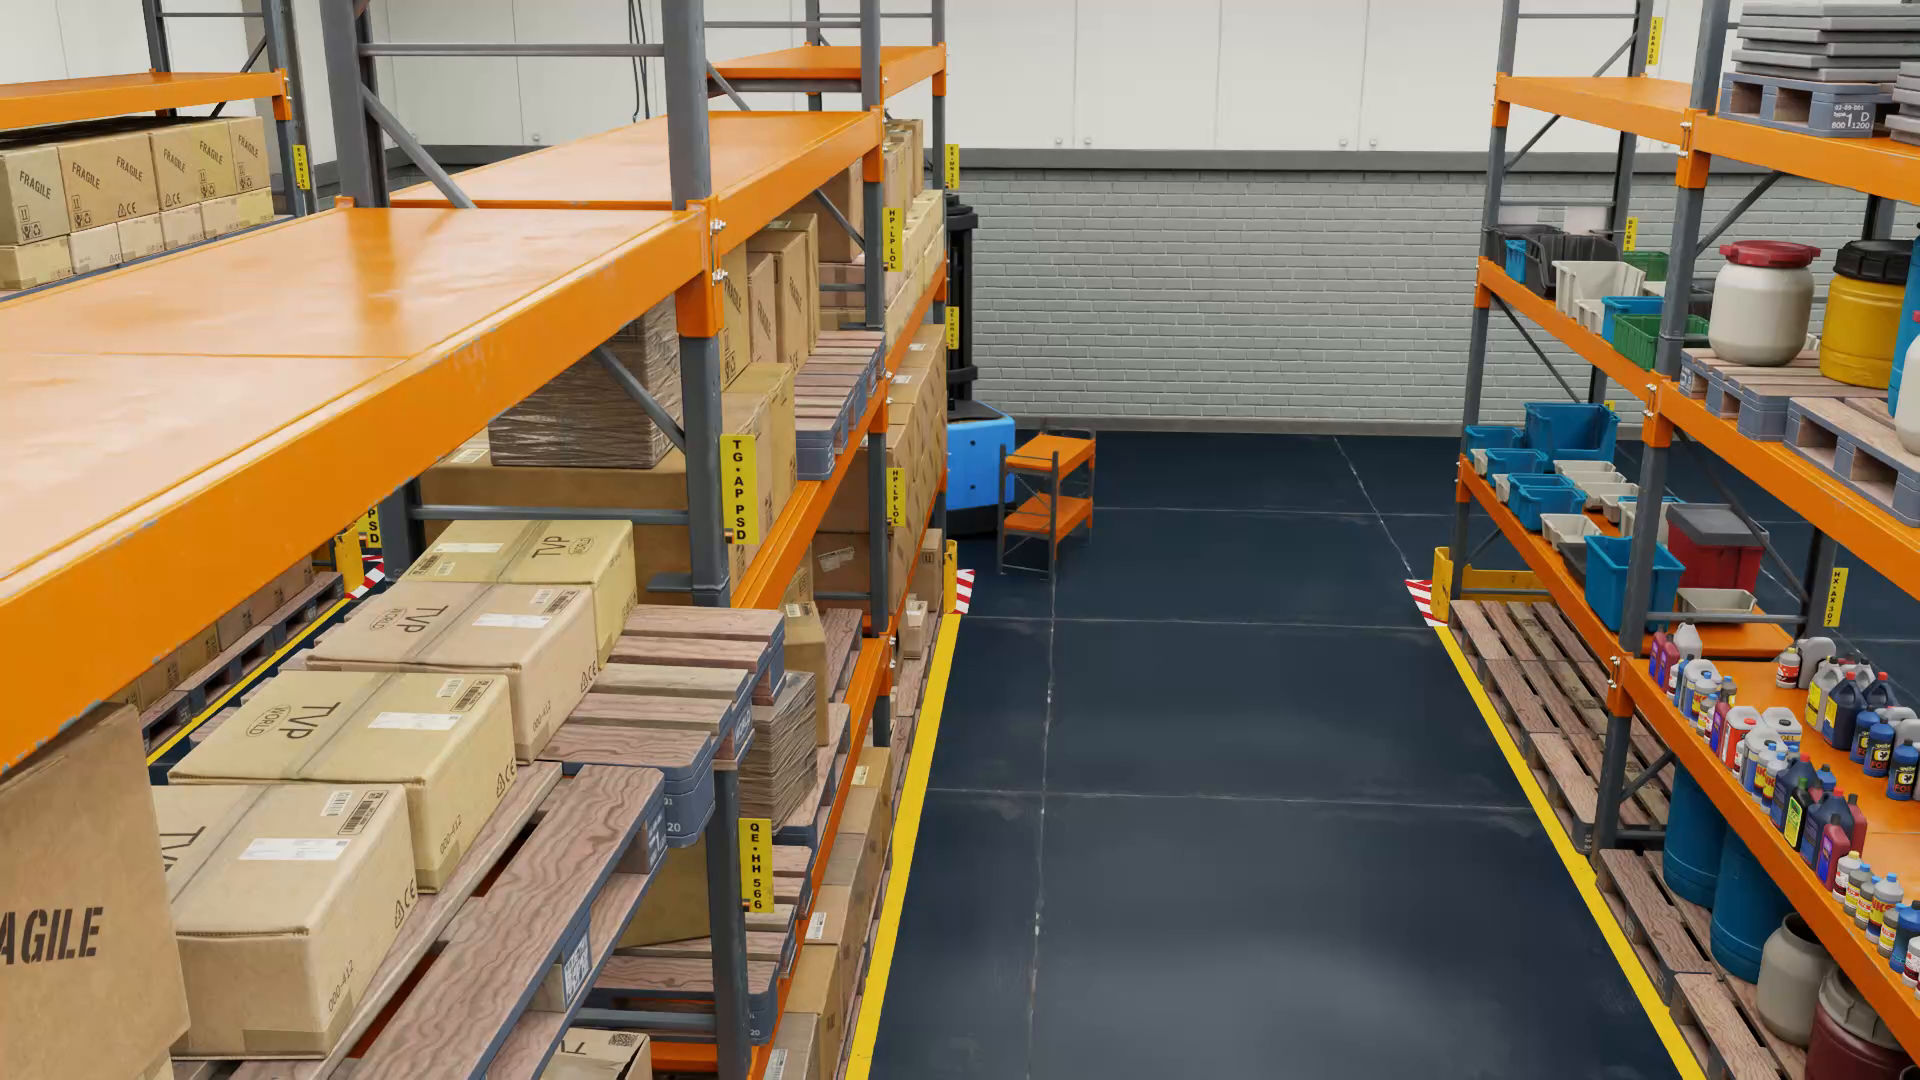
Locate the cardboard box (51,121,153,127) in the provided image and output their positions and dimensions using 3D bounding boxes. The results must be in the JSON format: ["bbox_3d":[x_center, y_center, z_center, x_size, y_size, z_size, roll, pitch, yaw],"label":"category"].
[{"bbox_3d":[-5.891,-2.615,11.471,0.500,0.500,0.500,1,18,3],"label":"cardboard box"}]

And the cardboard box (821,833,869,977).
[{"bbox_3d":[-0.728,1.756,8.054,0.500,0.500,0.500,2,18,5],"label":"cardboard box"}]

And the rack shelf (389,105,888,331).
[{"bbox_3d":[-1.041,-1.389,6.508,1.077,0.370,4.000,1,18,4],"label":"rack shelf"}]

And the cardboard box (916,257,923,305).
[{"bbox_3d":[-0.506,-1.657,10.586,0.500,0.250,0.500,1,18,4],"label":"cardboard box"}]

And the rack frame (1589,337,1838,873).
[{"bbox_3d":[4.043,0.420,8.823,1.000,3.000,0.127,1,18,4],"label":"rack frame"}]

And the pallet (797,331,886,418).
[{"bbox_3d":[-1.015,-0.827,8.113,1.213,0.211,1.003,1,18,4],"label":"pallet"}]

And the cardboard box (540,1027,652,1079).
[{"bbox_3d":[-1.254,1.705,5.045,0.500,0.311,0.500,2,18,7],"label":"cardboard box"}]

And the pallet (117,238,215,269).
[{"bbox_3d":[-5.680,-1.816,10.973,1.003,0.211,1.213,1,18,4],"label":"pallet"}]

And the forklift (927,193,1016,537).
[{"bbox_3d":[-0.555,-1.809,15.736,1.130,2.935,3.031,-8,20,-23],"label":"forklift"}]

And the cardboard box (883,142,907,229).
[{"bbox_3d":[-0.694,-2.099,9.928,0.700,0.500,0.500,1,18,4],"label":"cardboard box"}]

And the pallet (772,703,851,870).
[{"bbox_3d":[-1.050,1.038,7.246,1.003,0.211,1.213,1,18,4],"label":"pallet"}]

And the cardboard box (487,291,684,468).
[{"bbox_3d":[-1.147,-0.533,5.147,0.500,0.500,0.500,1,18,4],"label":"cardboard box"}]

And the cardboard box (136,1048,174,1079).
[{"bbox_3d":[-1.381,0.878,2.176,0.500,0.250,0.500,0,18,-1],"label":"cardboard box"}]

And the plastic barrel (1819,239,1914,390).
[{"bbox_3d":[4.180,-1.006,7.382,0.600,0.588,0.600,0,18,0],"label":"plastic barrel"}]

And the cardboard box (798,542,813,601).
[{"bbox_3d":[-1.155,0.204,8.649,0.700,0.500,0.500,-5,19,-15],"label":"cardboard box"}]

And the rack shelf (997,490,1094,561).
[{"bbox_3d":[0.741,-0.135,14.295,0.538,0.278,1.000,8,20,20],"label":"rack shelf"}]

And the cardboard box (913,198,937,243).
[{"bbox_3d":[-0.429,-2.205,11.455,0.500,0.250,0.500,1,18,4],"label":"cardboard box"}]

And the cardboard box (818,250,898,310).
[{"bbox_3d":[-0.615,-1.429,9.086,0.500,0.250,0.500,1,18,4],"label":"cardboard box"}]

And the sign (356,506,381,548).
[{"bbox_3d":[-1.726,-0.133,4.864,0.100,0.325,0.005,1,18,4],"label":"sign"}]

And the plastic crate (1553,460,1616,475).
[{"bbox_3d":[4.451,-0.468,11.861,0.396,0.136,0.243,1,18,4],"label":"plastic crate"}]

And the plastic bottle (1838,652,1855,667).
[{"bbox_3d":[4.366,0.678,8.223,0.061,0.283,0.133,1,18,4],"label":"plastic bottle"}]

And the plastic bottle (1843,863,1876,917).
[{"bbox_3d":[3.444,1.333,6.355,0.097,0.201,0.097,0,18,0],"label":"plastic bottle"}]

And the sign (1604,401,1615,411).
[{"bbox_3d":[4.879,-0.892,12.567,0.100,0.325,0.005,1,18,4],"label":"sign"}]

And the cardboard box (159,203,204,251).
[{"bbox_3d":[-5.409,-2.088,11.065,0.500,0.250,0.500,1,18,2],"label":"cardboard box"}]

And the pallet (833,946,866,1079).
[{"bbox_3d":[-1.003,2.267,7.665,1.003,0.211,1.213,1,18,4],"label":"pallet"}]

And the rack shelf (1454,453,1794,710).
[{"bbox_3d":[4.186,0.141,10.831,1.077,0.370,4.000,1,18,4],"label":"rack shelf"}]

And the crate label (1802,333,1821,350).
[{"bbox_3d":[4.366,-1.025,8.841,0.293,0.136,0.466,1,18,4],"label":"crate label"}]

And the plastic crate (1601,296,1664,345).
[{"bbox_3d":[3.789,-1.215,9.267,0.416,0.233,0.300,1,18,4],"label":"plastic crate"}]

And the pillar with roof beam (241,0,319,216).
[{"bbox_3d":[-1.928,-4.656,14.680,9.100,9.000,0.400,1,18,4],"label":"pillar with roof beam"}]

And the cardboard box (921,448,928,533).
[{"bbox_3d":[-0.483,-0.364,11.055,0.500,0.500,0.500,1,18,3],"label":"cardboard box"}]

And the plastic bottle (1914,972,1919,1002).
[{"bbox_3d":[3.402,1.515,5.802,0.097,0.201,0.097,0,18,0],"label":"plastic bottle"}]

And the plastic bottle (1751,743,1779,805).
[{"bbox_3d":[3.511,1.012,7.225,0.097,0.271,0.097,0,18,0],"label":"plastic bottle"}]

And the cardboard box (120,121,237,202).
[{"bbox_3d":[-5.379,-2.612,11.462,0.500,0.500,0.500,2,18,6],"label":"cardboard box"}]

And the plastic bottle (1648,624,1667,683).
[{"bbox_3d":[3.591,0.580,8.523,0.061,0.283,0.133,1,18,4],"label":"plastic bottle"}]

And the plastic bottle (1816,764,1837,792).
[{"bbox_3d":[3.641,1.075,7.030,0.097,0.271,0.097,0,18,0],"label":"plastic bottle"}]

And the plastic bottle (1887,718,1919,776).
[{"bbox_3d":[4.265,0.921,7.495,0.152,0.276,0.135,1,18,4],"label":"plastic bottle"}]

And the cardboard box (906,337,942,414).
[{"bbox_3d":[-0.404,-1.155,11.865,0.500,0.500,0.500,2,18,5],"label":"cardboard box"}]

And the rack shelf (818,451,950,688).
[{"bbox_3d":[-0.754,0.029,11.172,1.077,0.370,4.000,1,18,4],"label":"rack shelf"}]

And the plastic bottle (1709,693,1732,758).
[{"bbox_3d":[3.527,0.856,7.681,0.061,0.283,0.133,1,18,4],"label":"plastic bottle"}]

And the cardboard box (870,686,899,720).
[{"bbox_3d":[-0.600,1.052,10.740,0.380,0.166,0.250,1,18,4],"label":"cardboard box"}]

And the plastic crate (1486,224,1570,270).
[{"bbox_3d":[4.024,-2.072,11.822,0.497,0.269,0.590,1,18,4],"label":"plastic crate"}]

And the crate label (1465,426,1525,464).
[{"bbox_3d":[3.983,-0.702,12.419,0.416,0.233,0.303,1,18,4],"label":"crate label"}]

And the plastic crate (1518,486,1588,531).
[{"bbox_3d":[3.867,-0.199,10.887,0.416,0.233,0.300,1,18,4],"label":"plastic crate"}]

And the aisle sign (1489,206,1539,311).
[{"bbox_3d":[4.038,-2.086,12.298,0.394,0.787,0.004,1,18,4],"label":"aisle sign"}]

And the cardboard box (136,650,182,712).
[{"bbox_3d":[-5.644,0.802,10.999,0.700,0.500,0.500,1,18,3],"label":"cardboard box"}]

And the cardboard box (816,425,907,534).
[{"bbox_3d":[-0.583,-0.354,9.420,0.500,0.500,0.500,2,18,5],"label":"cardboard box"}]

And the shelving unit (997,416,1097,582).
[{"bbox_3d":[0.745,-0.366,14.217,0.538,1.125,1.048,8,20,20],"label":"shelving unit"}]

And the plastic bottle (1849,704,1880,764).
[{"bbox_3d":[4.149,0.884,7.614,0.097,0.271,0.097,0,18,0],"label":"plastic bottle"}]

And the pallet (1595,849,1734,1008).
[{"bbox_3d":[3.946,1.984,8.529,1.003,0.211,1.213,1,18,4],"label":"pallet"}]

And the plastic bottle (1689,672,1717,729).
[{"bbox_3d":[3.567,0.766,7.975,0.097,0.271,0.097,0,18,0],"label":"plastic bottle"}]

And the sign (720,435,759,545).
[{"bbox_3d":[-0.632,-0.143,4.767,0.100,0.325,0.005,1,18,4],"label":"sign"}]

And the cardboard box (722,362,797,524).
[{"bbox_3d":[-1.113,-0.378,6.282,0.910,0.500,0.500,1,18,4],"label":"cardboard box"}]

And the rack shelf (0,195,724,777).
[{"bbox_3d":[-1.328,-0.147,2.717,1.077,0.370,4.000,1,18,4],"label":"rack shelf"}]

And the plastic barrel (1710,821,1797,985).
[{"bbox_3d":[3.936,1.606,7.899,0.600,0.901,0.708,1,18,4],"label":"plastic barrel"}]

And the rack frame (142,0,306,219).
[{"bbox_3d":[-5.552,-3.894,12.355,1.000,3.000,0.127,1,18,4],"label":"rack frame"}]
